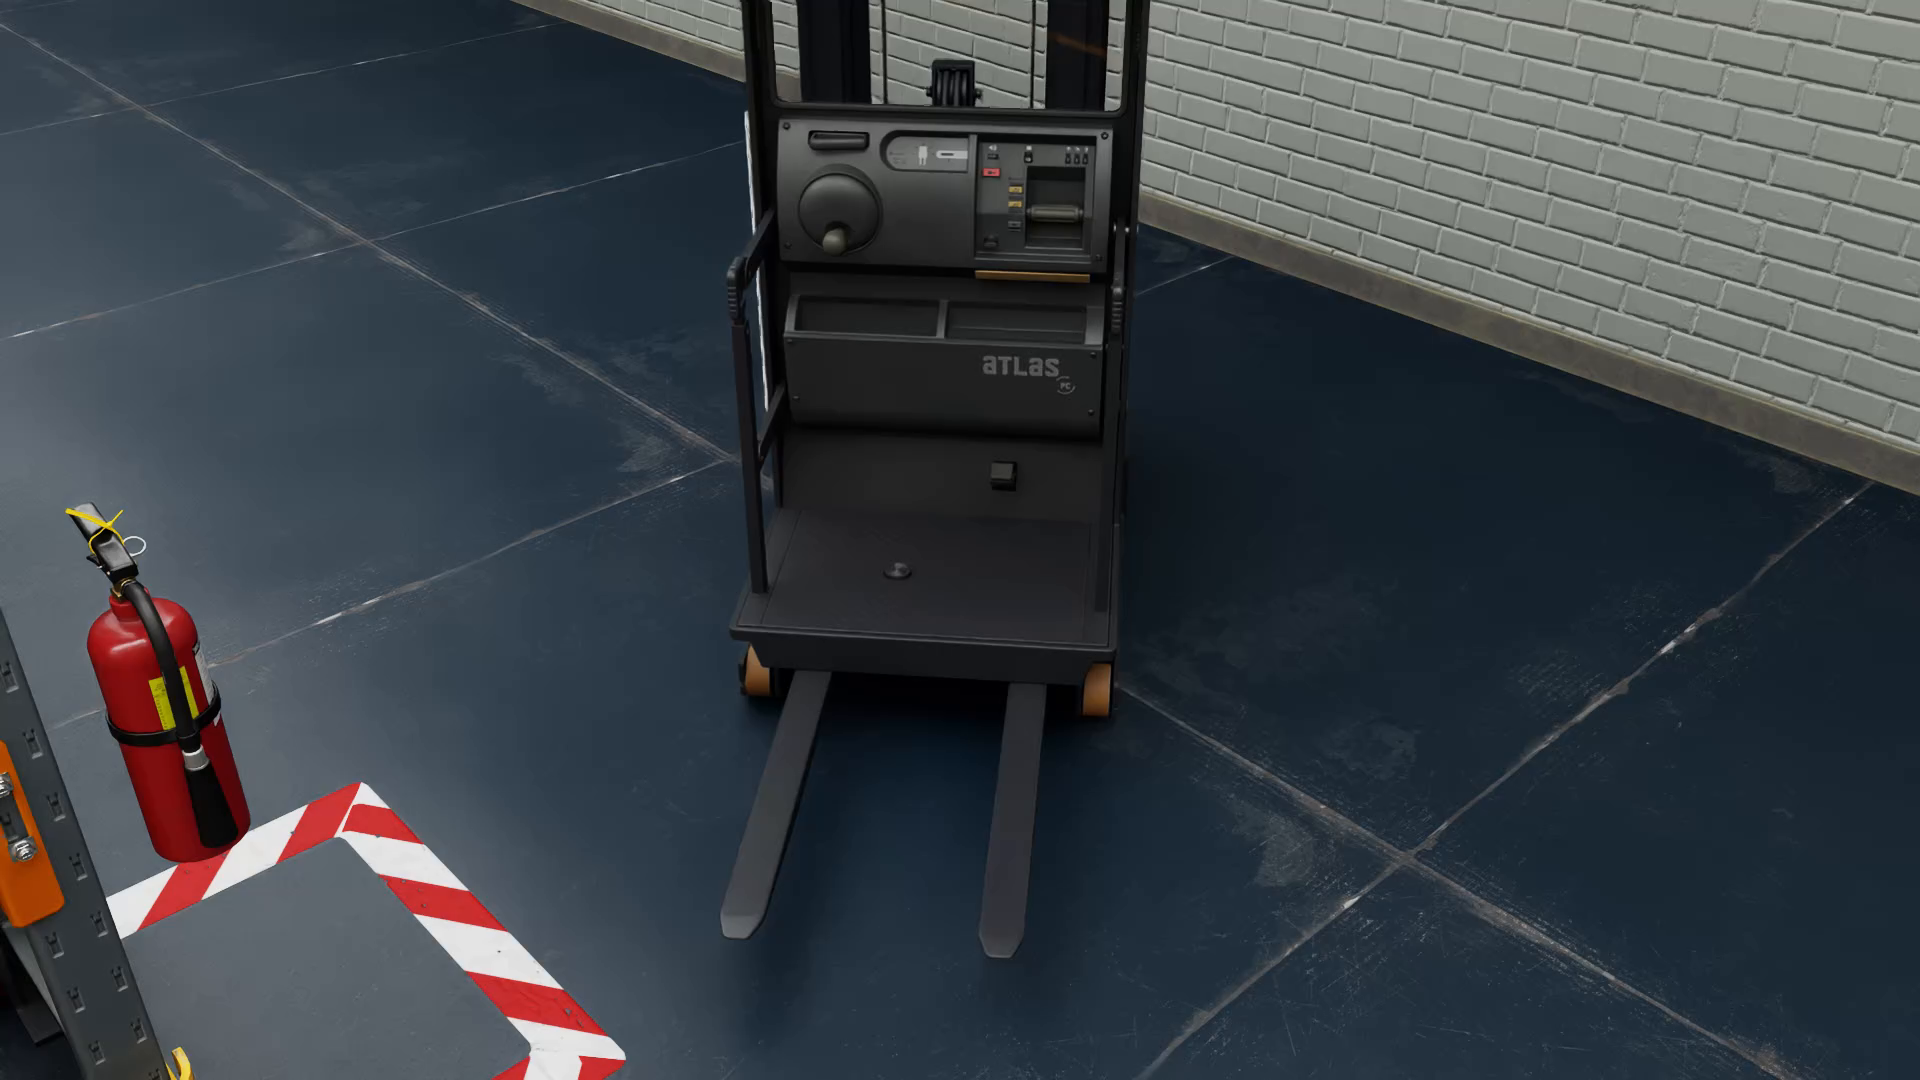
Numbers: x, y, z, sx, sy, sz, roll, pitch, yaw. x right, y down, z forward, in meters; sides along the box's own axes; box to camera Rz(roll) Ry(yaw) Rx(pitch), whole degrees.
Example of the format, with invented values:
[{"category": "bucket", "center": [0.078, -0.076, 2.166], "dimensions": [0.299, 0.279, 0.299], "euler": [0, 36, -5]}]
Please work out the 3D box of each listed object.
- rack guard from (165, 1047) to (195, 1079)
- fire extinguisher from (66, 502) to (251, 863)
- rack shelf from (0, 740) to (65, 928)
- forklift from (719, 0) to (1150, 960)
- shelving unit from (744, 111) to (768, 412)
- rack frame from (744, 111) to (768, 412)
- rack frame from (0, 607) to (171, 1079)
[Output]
[{"category": "rack guard", "center": [-1.950, 1.068, 3.524], "dimensions": [0.348, 0.500, 1.175], "euler": [-26, 40, -35]}, {"category": "fire extinguisher", "center": [-1.396, 0.254, 2.891], "dimensions": [0.183, 0.674, 0.296], "euler": [-26, 40, -35]}, {"category": "rack shelf", "center": [-3.361, 0.991, 1.943], "dimensions": [4.000, 0.370, 1.077], "euler": [-26, 40, -35]}, {"category": "forklift", "center": [-0.064, -0.914, 4.436], "dimensions": [1.130, 2.935, 3.031], "euler": [3, 32, 5]}, {"category": "shelving unit", "center": [-0.493, -1.031, 6.283], "dimensions": [0.503, 1.200, 0.258], "euler": [-17, 35, -25]}, {"category": "rack frame", "center": [-0.705, -0.967, 6.179], "dimensions": [0.015, 1.200, 0.240], "euler": [-17, 35, -25]}, {"category": "rack frame", "center": [-1.894, -0.025, 2.916], "dimensions": [0.127, 3.000, 1.000], "euler": [-26, 40, -35]}]
